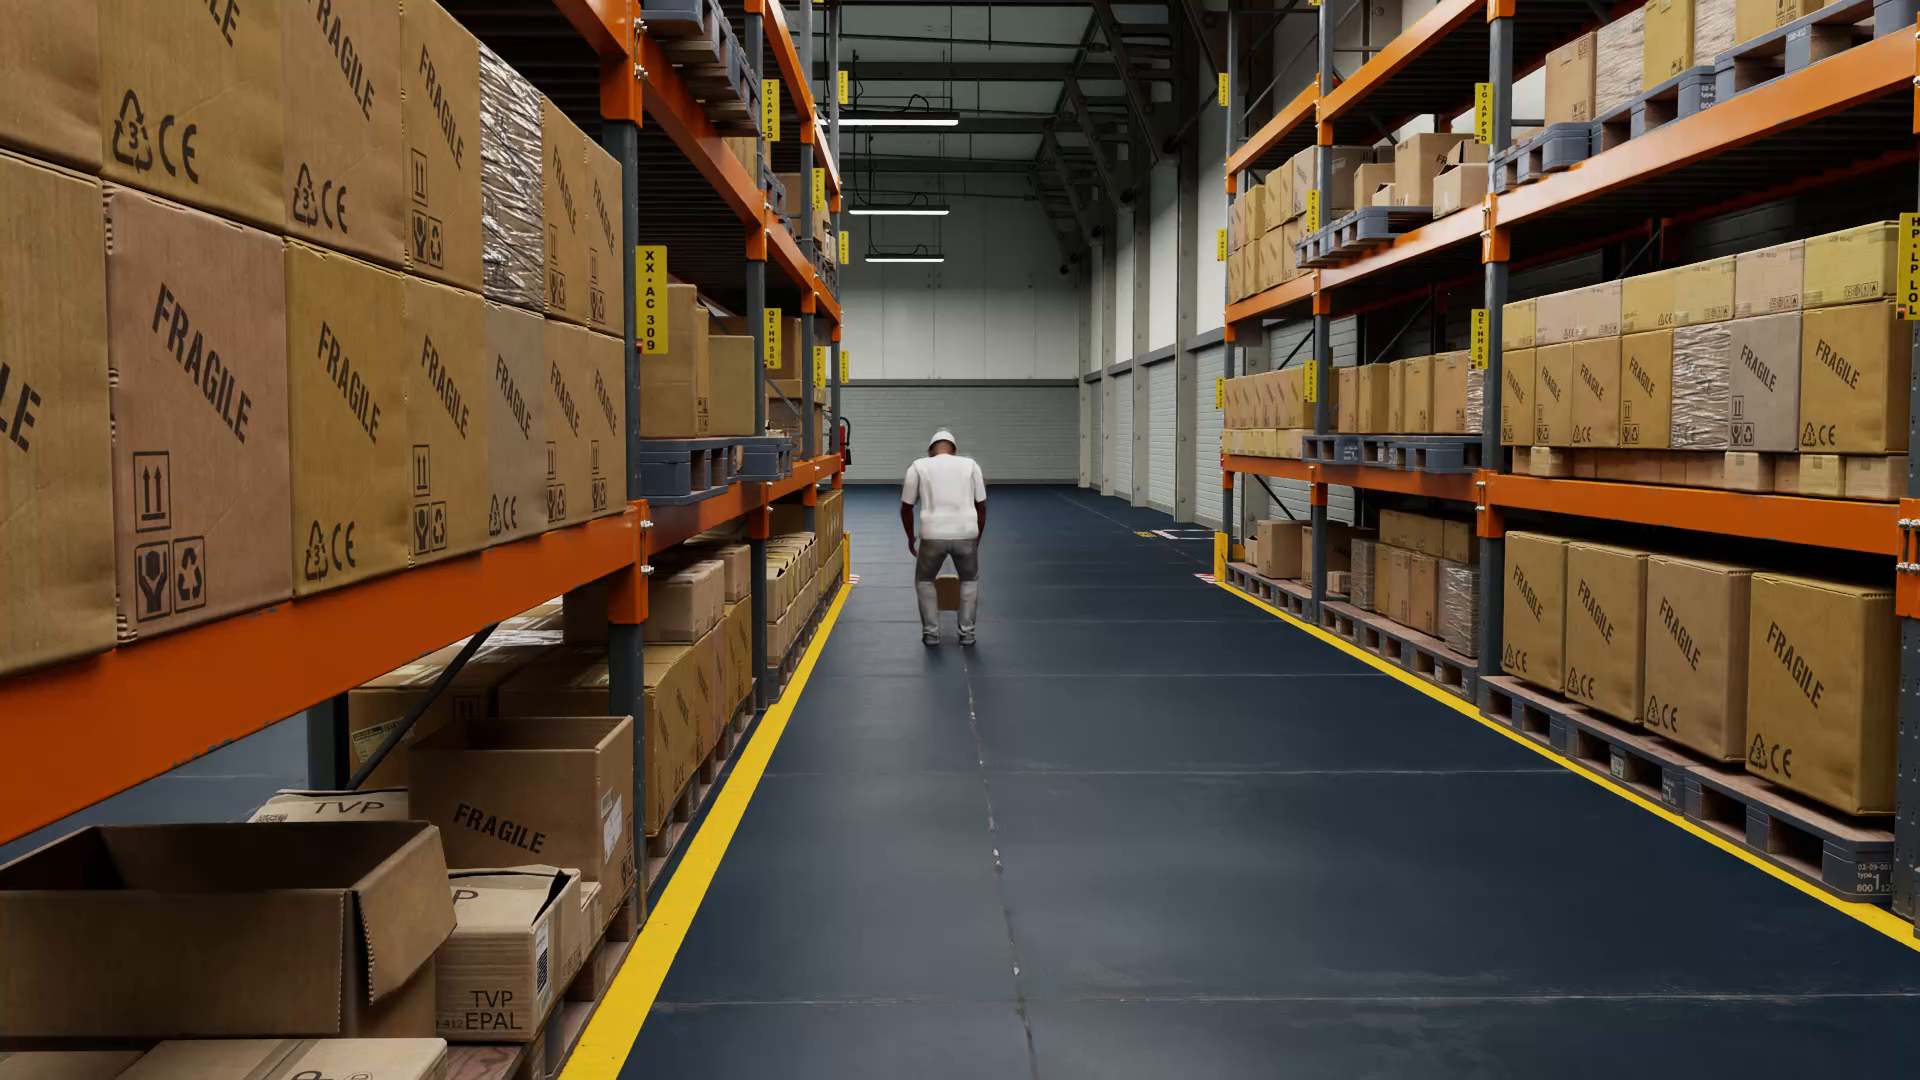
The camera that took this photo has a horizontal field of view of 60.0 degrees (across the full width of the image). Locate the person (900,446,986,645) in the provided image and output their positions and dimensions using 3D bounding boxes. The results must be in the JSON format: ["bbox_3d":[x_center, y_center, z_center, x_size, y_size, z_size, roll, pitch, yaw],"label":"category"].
[{"bbox_3d":[-0.123,0.033,12.123,0.631,1.433,0.746,0,4,-1],"label":"person"}]
